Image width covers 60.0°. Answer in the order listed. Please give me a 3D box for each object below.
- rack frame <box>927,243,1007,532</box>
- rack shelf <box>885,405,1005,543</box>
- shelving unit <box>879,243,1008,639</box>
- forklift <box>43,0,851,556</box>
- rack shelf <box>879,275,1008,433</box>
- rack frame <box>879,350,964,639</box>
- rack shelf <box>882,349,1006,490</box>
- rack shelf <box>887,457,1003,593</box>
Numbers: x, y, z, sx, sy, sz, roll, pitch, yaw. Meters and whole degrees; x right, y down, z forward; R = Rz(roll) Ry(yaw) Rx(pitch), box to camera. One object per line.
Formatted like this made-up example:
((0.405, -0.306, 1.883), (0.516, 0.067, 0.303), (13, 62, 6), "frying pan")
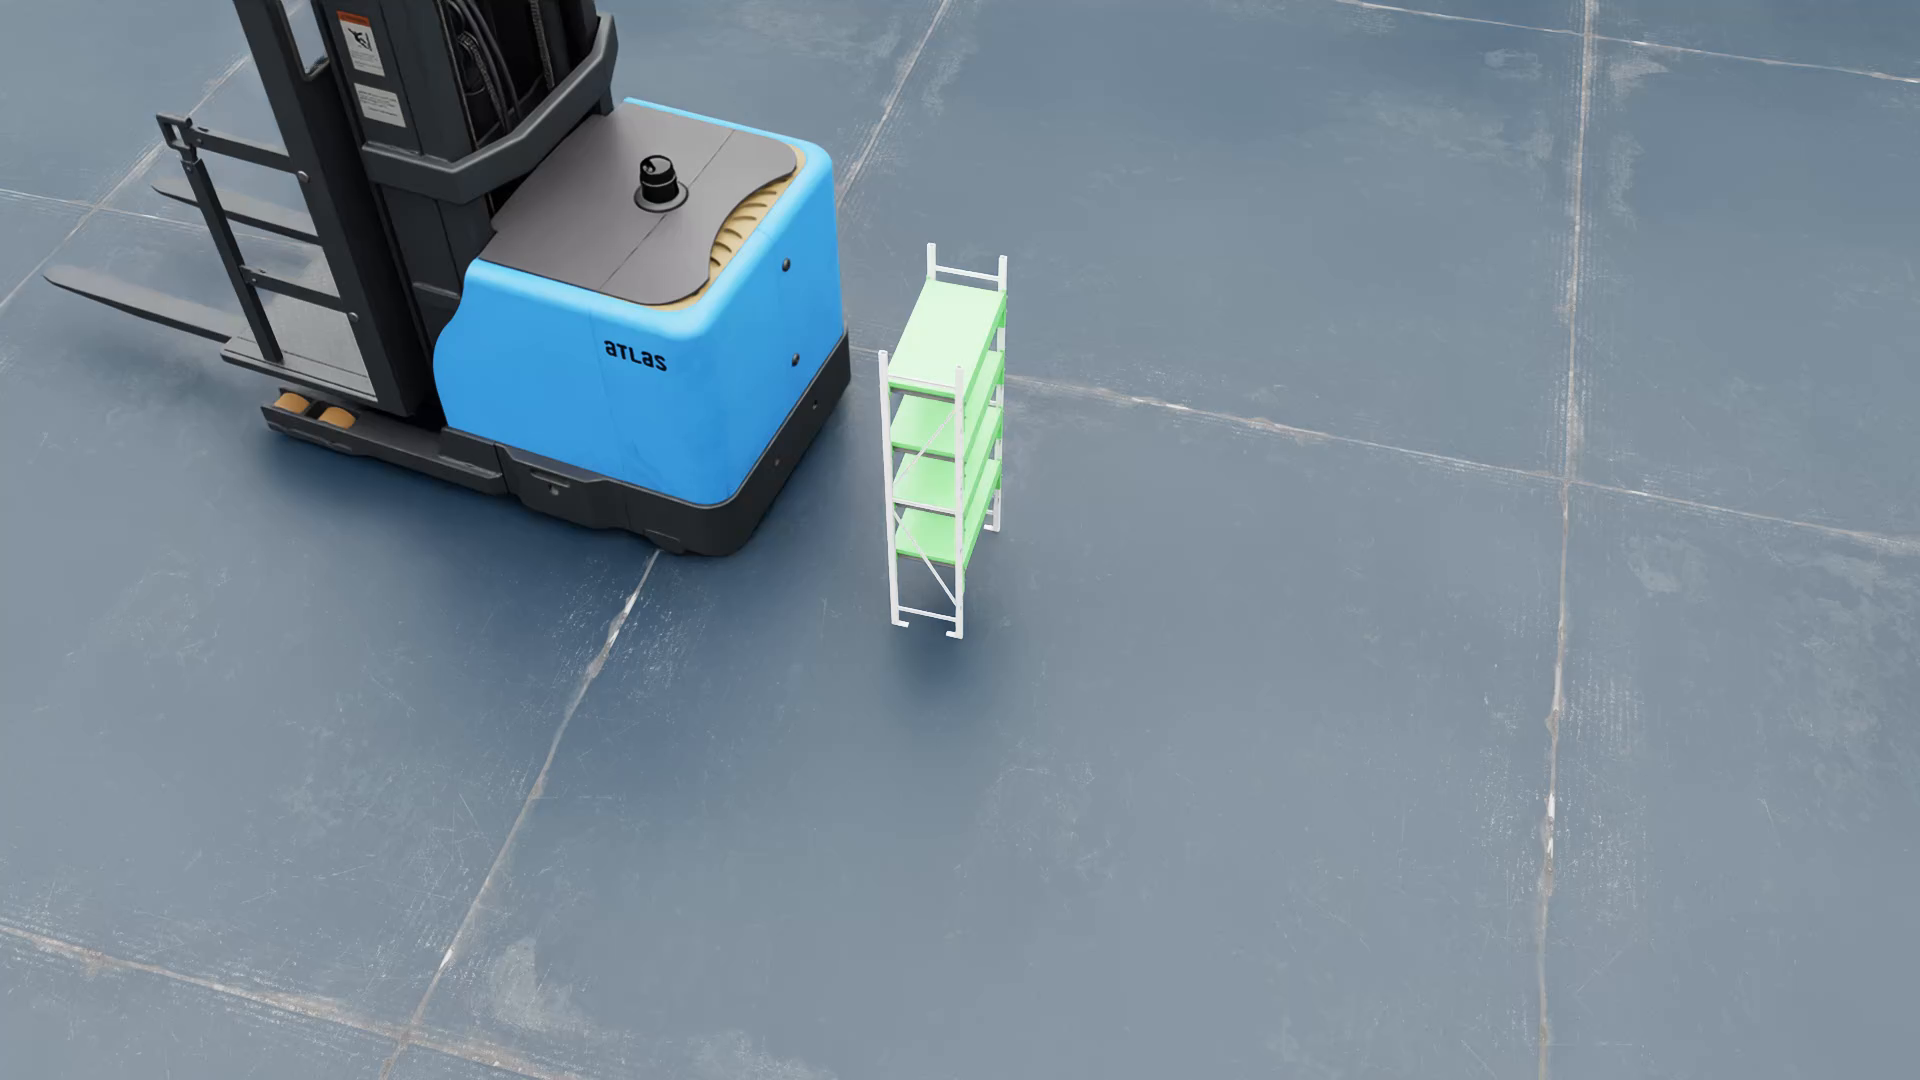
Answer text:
((0.021, -0.454, 5.350), (0.240, 1.200, 0.015), (12, 50, 10), "rack frame")
((-0.044, -0.235, 5.242), (0.258, 0.148, 0.480), (12, 50, 10), "rack shelf")
((-0.044, -0.277, 5.194), (0.258, 1.200, 0.503), (12, 50, 10), "shelving unit")
((-1.973, -1.636, 5.239), (3.031, 2.935, 1.130), (17, 51, 14), "forklift")
((-0.044, -0.553, 4.883), (0.258, 0.148, 0.480), (12, 50, 10), "rack shelf")
((-0.108, -0.101, 5.039), (0.240, 1.200, 0.015), (12, 50, 10), "rack frame")
((-0.044, -0.394, 5.062), (0.258, 0.148, 0.480), (12, 50, 10), "rack shelf")
((-0.044, -0.076, 5.422), (0.258, 0.148, 0.480), (12, 50, 10), "rack shelf")
